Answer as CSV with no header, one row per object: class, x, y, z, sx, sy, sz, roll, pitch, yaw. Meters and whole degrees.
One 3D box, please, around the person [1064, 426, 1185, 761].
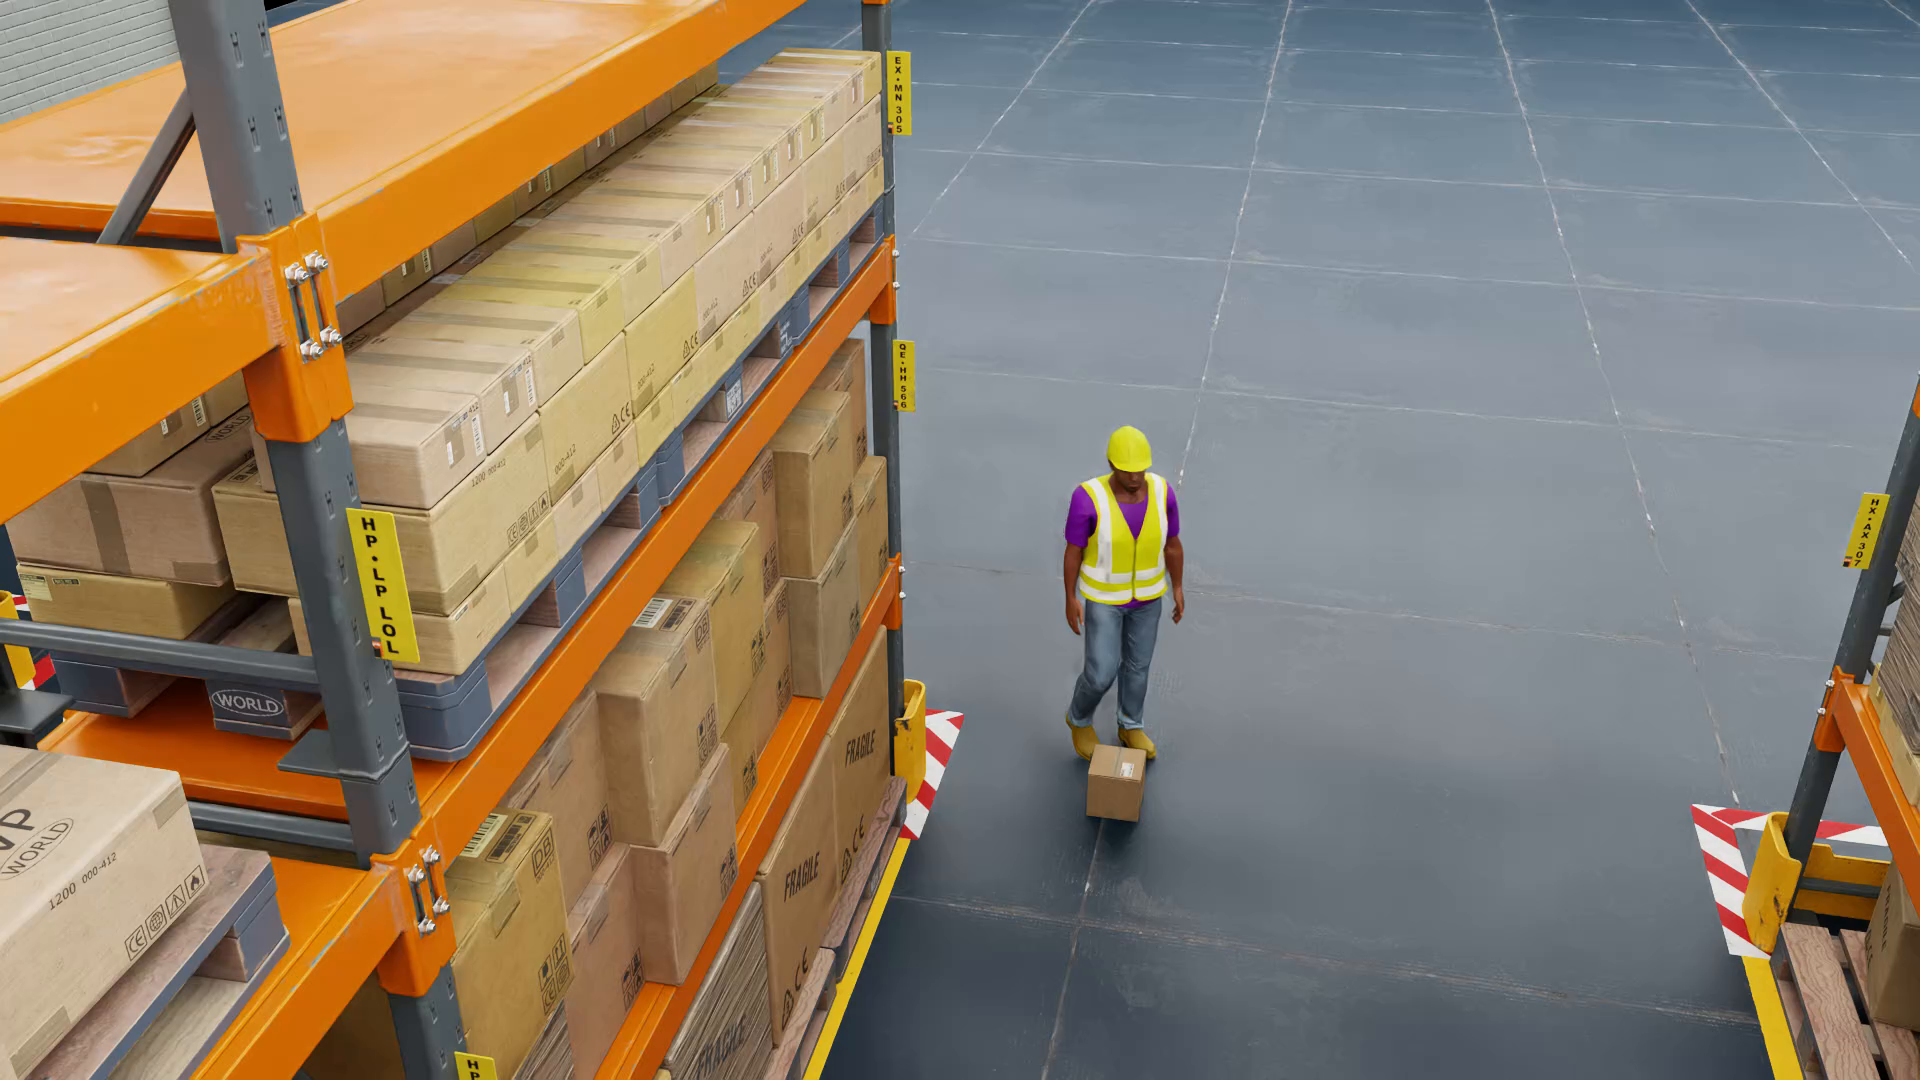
person,0.812,0.280,8.072,0.606,1.781,0.411,-8,30,-14
